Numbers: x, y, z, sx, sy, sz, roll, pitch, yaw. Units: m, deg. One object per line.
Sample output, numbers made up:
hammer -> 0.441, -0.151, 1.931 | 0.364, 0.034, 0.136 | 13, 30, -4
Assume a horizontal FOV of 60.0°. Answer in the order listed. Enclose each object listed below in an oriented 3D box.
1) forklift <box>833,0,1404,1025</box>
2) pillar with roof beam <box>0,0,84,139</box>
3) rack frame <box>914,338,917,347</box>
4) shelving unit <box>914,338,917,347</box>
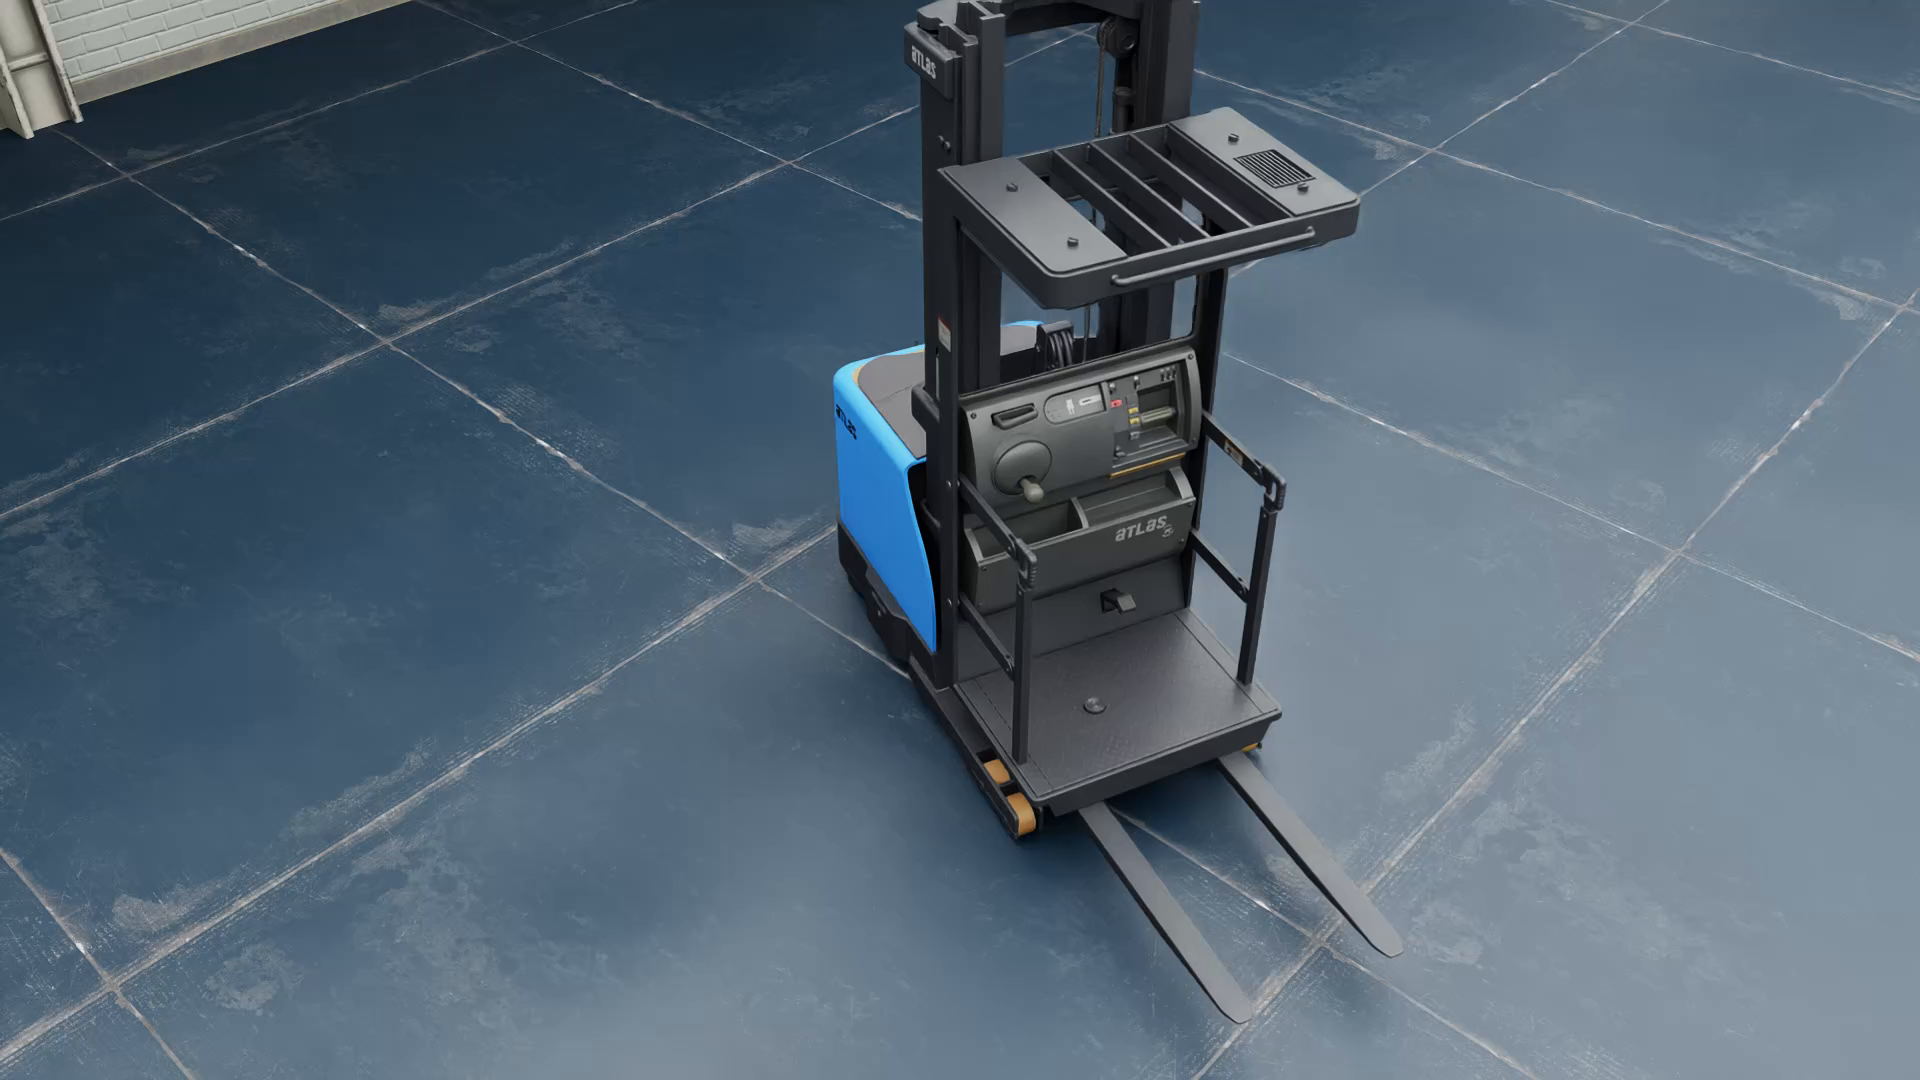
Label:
forklift -> 0.548, -0.335, 5.817 | 1.130, 2.935, 3.031 | -17, 41, -20
pillar with roof beam -> -3.050, -4.553, 6.246 | 9.100, 9.000, 0.400 | 30, 47, 32
rack frame -> -0.151, -0.481, 7.632 | 0.006, 0.900, 0.240 | -16, 41, -19
shelving unit -> -0.059, -0.508, 7.666 | 0.210, 0.900, 0.258 | -16, 41, -19
